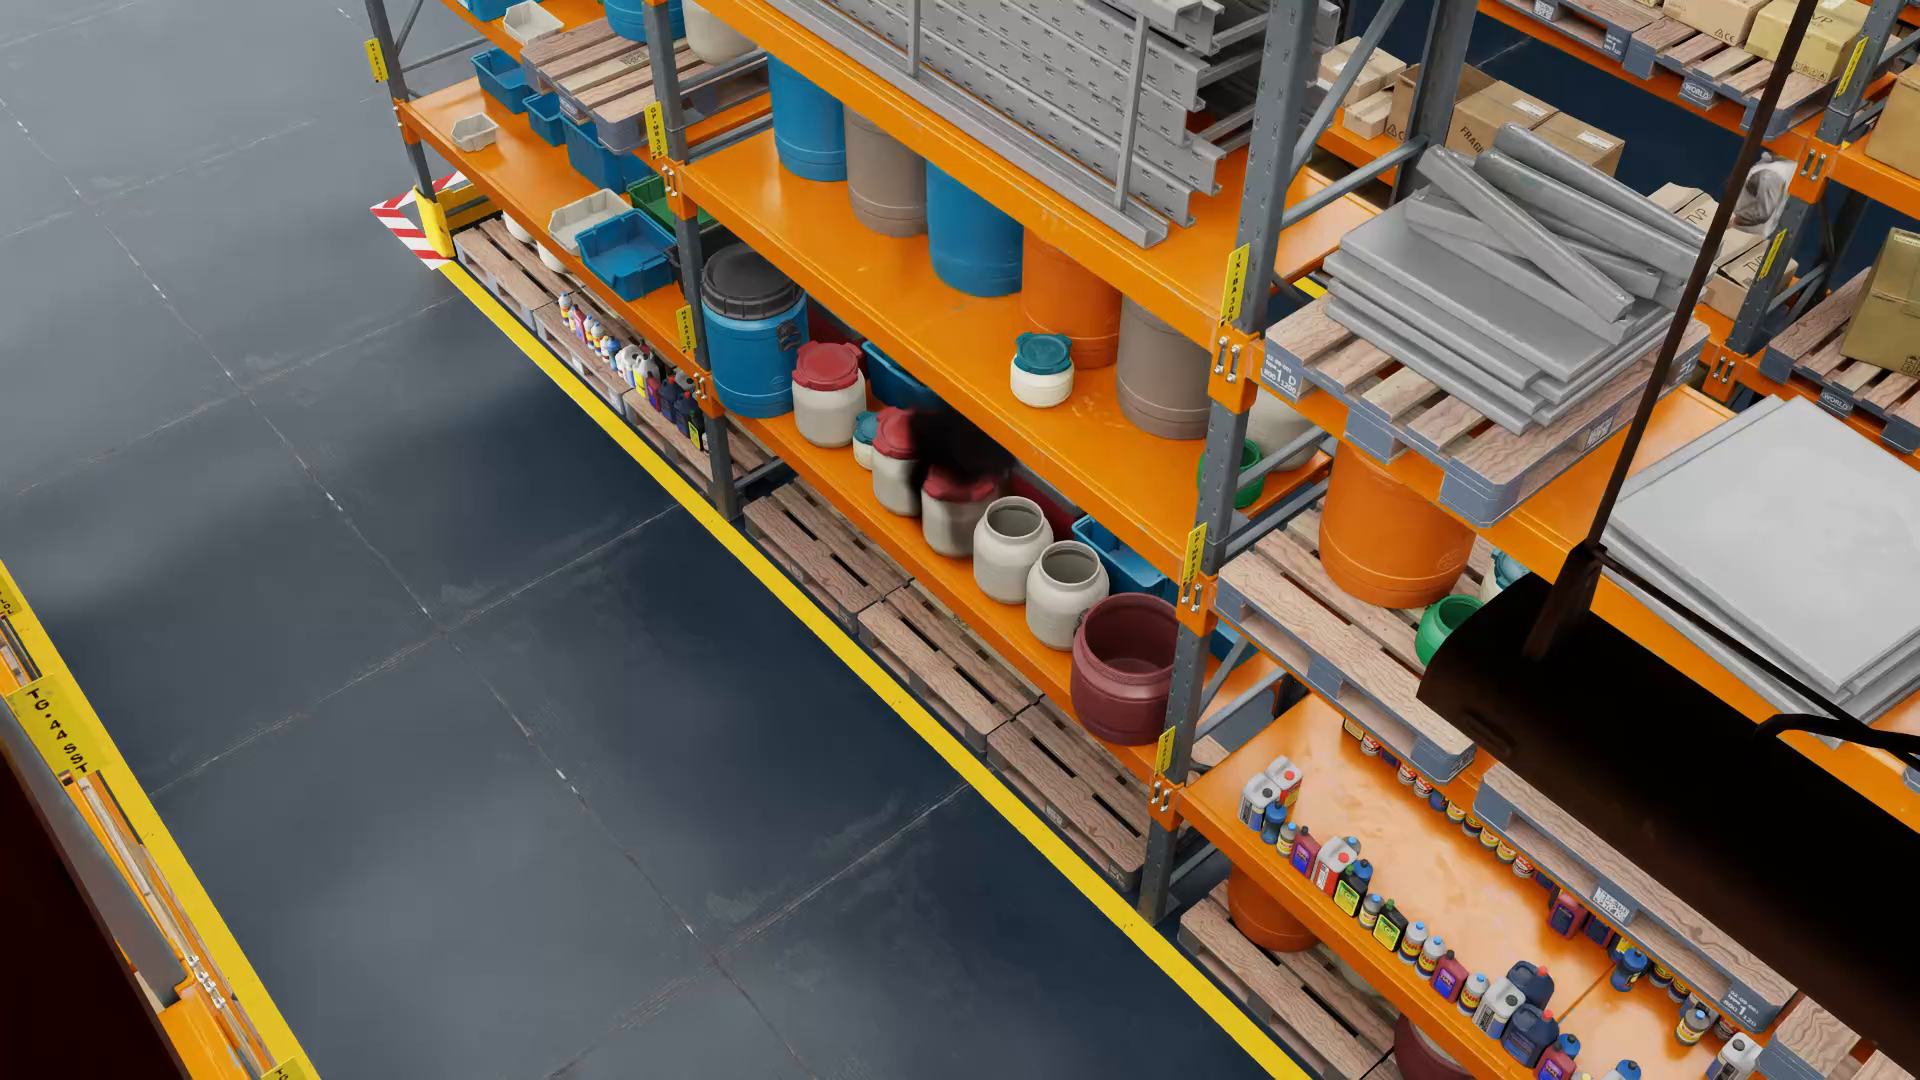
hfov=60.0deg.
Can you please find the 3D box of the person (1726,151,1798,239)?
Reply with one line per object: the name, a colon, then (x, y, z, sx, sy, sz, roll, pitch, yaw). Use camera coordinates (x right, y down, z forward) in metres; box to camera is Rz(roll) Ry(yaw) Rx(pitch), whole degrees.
person: (5.702, -2.268, 11.944, 0.669, 1.733, 0.760, -35, 56, -28)
